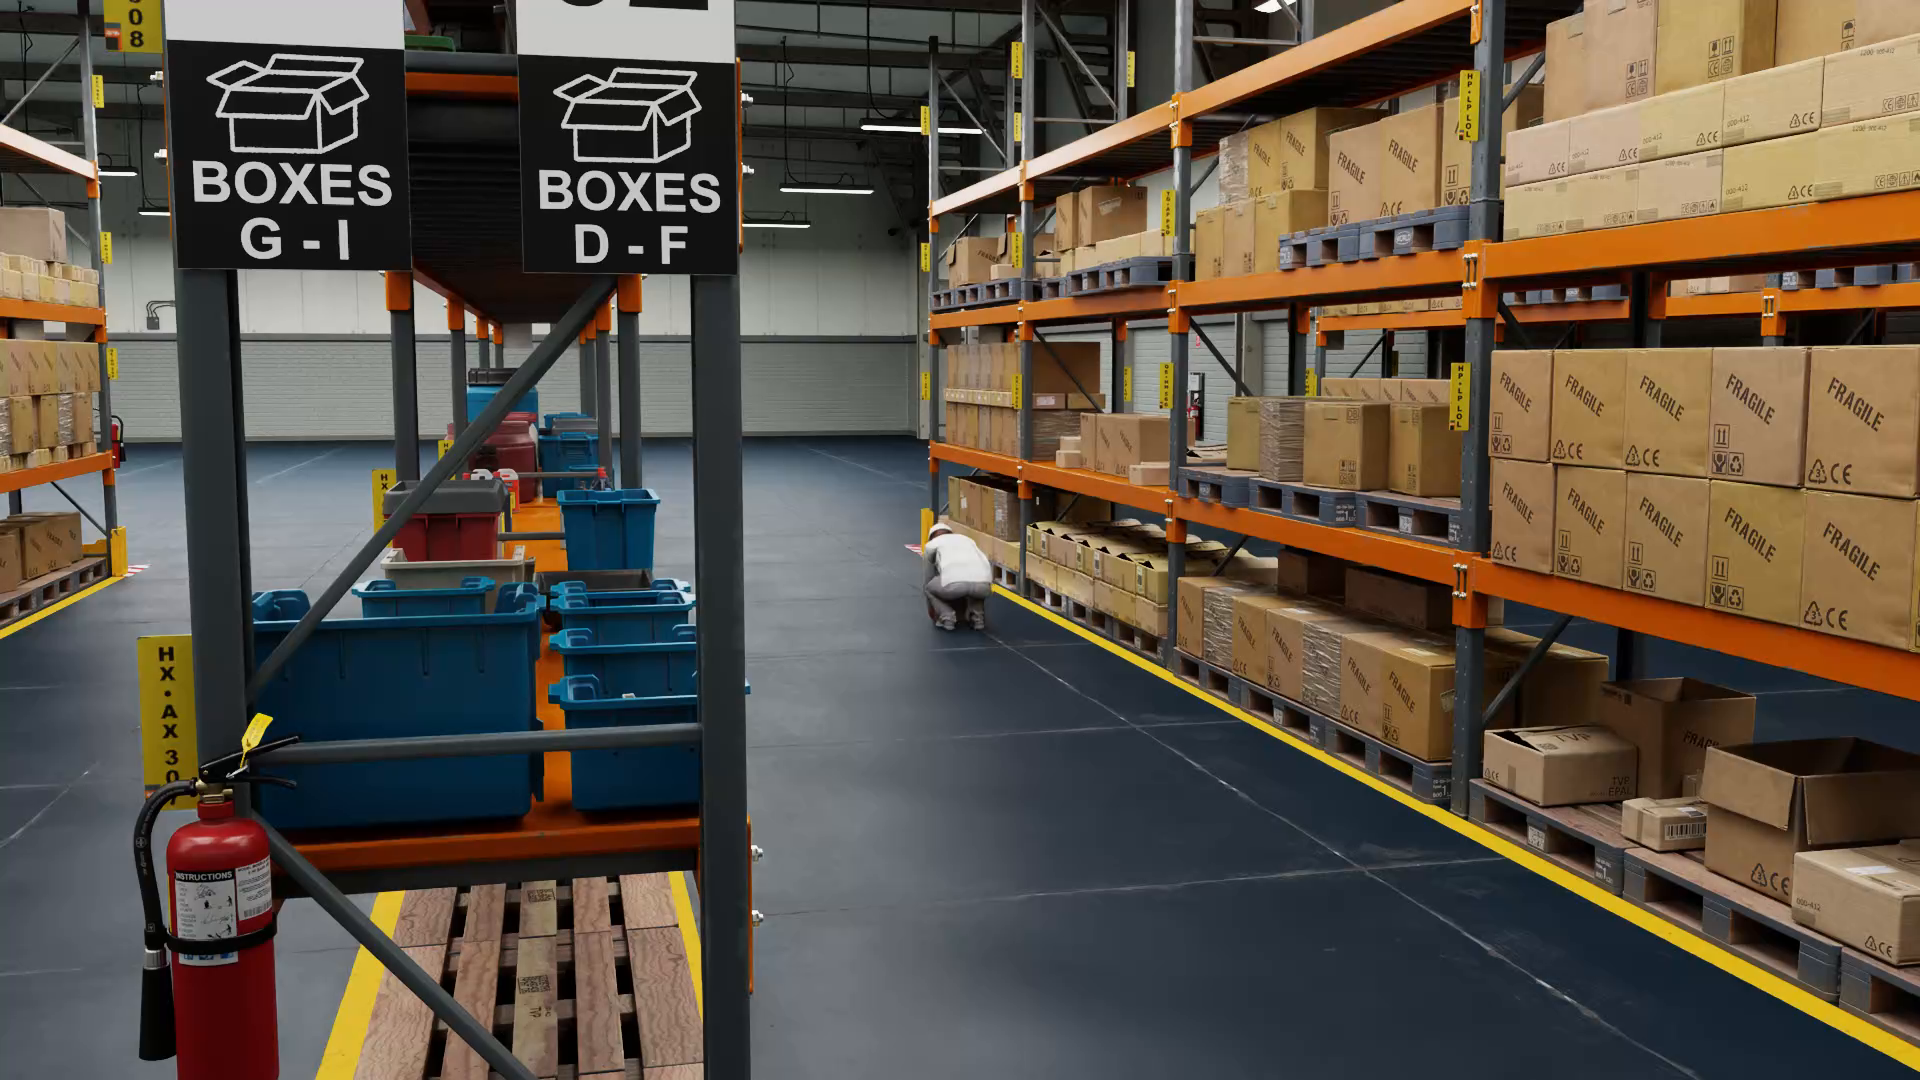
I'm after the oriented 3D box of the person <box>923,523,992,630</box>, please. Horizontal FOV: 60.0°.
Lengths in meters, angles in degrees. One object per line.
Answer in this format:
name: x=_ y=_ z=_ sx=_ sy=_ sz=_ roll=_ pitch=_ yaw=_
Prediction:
person: x=-0.036 y=0.322 z=14.286 sx=0.527 sy=0.871 sz=0.927 roll=-1 pitch=6 yaw=-14
